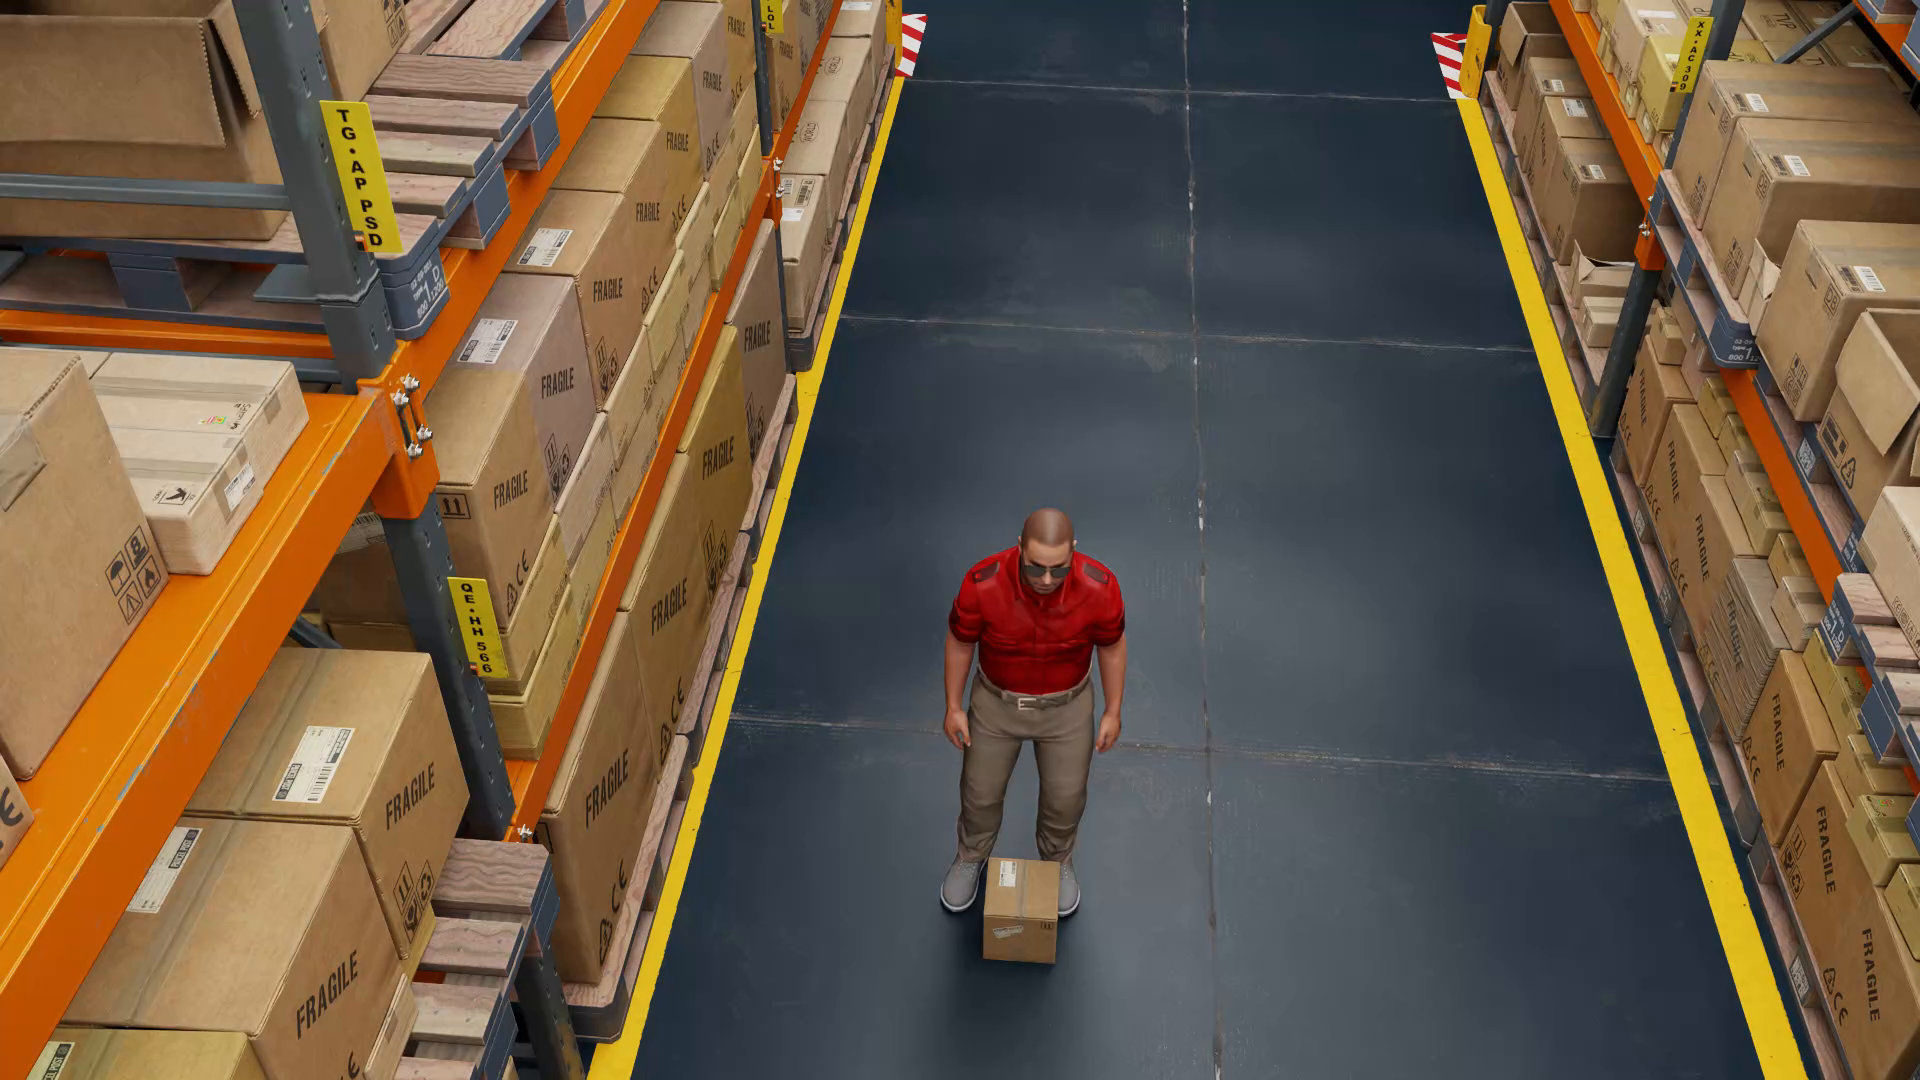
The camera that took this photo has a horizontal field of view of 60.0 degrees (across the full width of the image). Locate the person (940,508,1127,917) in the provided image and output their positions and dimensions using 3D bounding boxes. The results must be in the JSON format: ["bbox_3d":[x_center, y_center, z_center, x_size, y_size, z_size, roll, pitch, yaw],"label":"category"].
[{"bbox_3d":[0.237,0.556,5.498,0.605,1.728,0.385,1,40,2],"label":"person"}]
